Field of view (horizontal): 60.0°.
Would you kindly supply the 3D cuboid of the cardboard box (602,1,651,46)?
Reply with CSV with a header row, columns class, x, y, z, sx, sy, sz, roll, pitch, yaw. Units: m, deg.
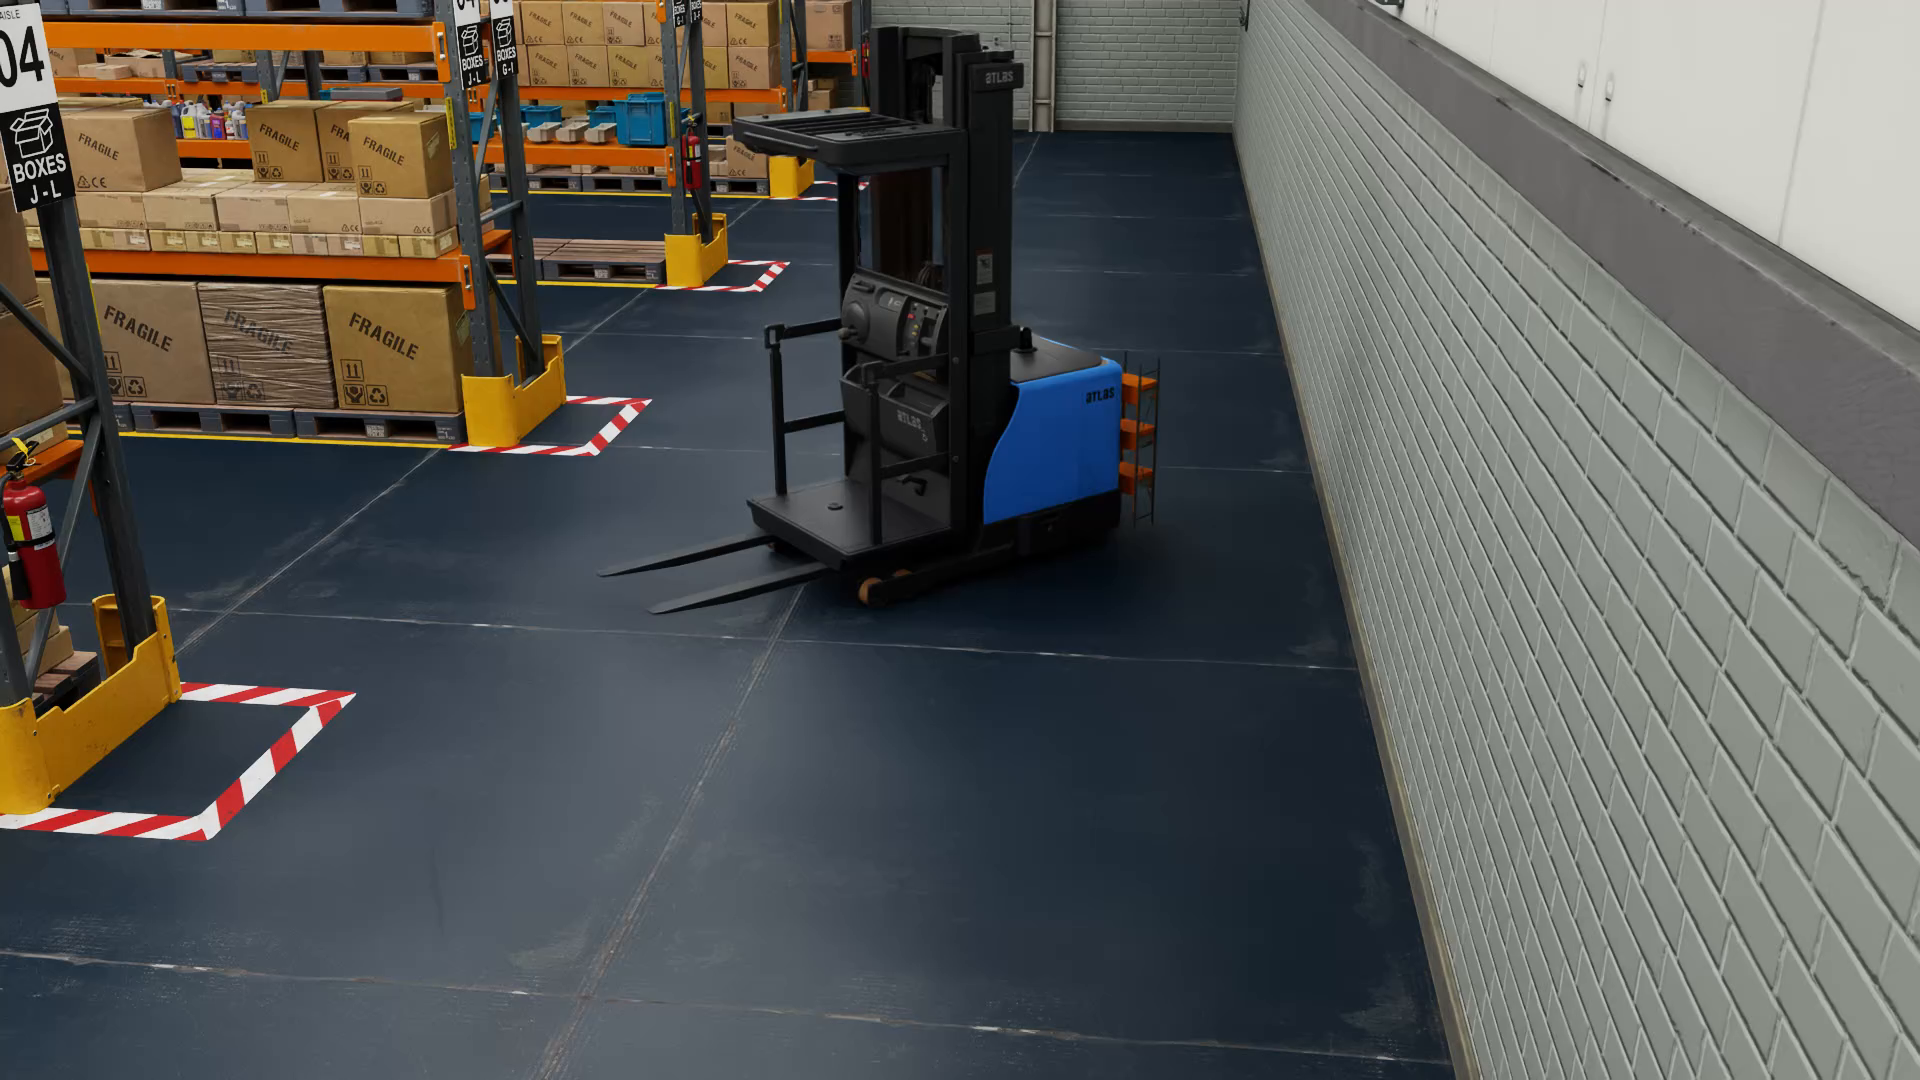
class,x,y,z,sx,sy,sz,roll,pitch,yaw
cardboard box,-4.064,-6.369,20.473,0.500,0.500,0.500,3,22,8

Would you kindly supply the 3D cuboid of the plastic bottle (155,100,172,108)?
class,x,y,z,sx,sy,sz,roll,pitch,yaw
plastic bottle,-8.186,-4.390,17.133,0.135,0.276,0.152,2,22,6

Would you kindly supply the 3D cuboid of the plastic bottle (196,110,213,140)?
class,x,y,z,sx,sy,sz,roll,pitch,yaw
plastic bottle,-7.413,-4.096,16.389,0.135,0.276,0.152,2,22,6

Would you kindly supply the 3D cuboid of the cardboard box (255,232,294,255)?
class,x,y,z,sx,sy,sz,roll,pitch,yaw
cardboard box,-4.639,-2.079,11.461,0.250,0.149,0.380,2,22,5

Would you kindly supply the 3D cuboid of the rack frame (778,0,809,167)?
class,x,y,z,sx,sy,sz,roll,pitch,yaw
rack frame,-2.062,-5.874,20.717,0.127,3.000,1.000,2,22,6

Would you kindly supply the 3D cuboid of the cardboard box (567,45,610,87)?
class,x,y,z,sx,sy,sz,roll,pitch,yaw
cardboard box,-4.555,-5.928,20.719,0.500,0.500,0.500,2,22,6

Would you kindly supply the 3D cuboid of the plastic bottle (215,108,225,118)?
class,x,y,z,sx,sy,sz,roll,pitch,yaw
plastic bottle,-7.608,-4.340,17.109,0.097,0.201,0.097,0,22,0

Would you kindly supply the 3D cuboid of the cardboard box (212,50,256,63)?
class,x,y,z,sx,sy,sz,roll,pitch,yaw
cardboard box,-9.368,-6.476,21.532,0.500,0.500,0.700,-5,22,-12

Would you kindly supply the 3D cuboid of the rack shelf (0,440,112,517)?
class,x,y,z,sx,sy,sz,roll,pitch,yaw
rack shelf,-5.902,-0.203,7.351,4.000,0.370,1.077,2,22,6

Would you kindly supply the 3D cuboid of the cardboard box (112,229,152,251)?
class,x,y,z,sx,sy,sz,roll,pitch,yaw
cardboard box,-5.662,-2.123,11.572,0.250,0.149,0.380,3,22,7

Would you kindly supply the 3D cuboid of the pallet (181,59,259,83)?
class,x,y,z,sx,sy,sz,roll,pitch,yaw
pallet,-9.325,-6.127,21.619,1.003,0.211,1.213,2,22,6

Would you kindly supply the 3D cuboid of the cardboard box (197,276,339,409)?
class,x,y,z,sx,sy,sz,roll,pitch,yaw
cardboard box,-4.780,-1.502,11.978,0.875,0.875,0.875,2,22,6

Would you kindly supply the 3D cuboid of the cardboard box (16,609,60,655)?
class,x,y,z,sx,sy,sz,roll,pitch,yaw
cardboard box,-4.406,0.425,7.686,0.250,0.149,0.380,3,22,9

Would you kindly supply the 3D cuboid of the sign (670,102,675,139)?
class,x,y,z,sx,sy,sz,roll,pitch,yaw
sign,-2.698,-3.940,15.604,0.005,0.325,0.100,2,22,6

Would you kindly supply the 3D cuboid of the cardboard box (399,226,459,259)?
class,x,y,z,sx,sy,sz,roll,pitch,yaw
cardboard box,-3.624,-2.036,11.350,0.250,0.149,0.380,3,22,7

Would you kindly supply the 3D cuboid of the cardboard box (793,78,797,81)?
class,x,y,z,sx,sy,sz,roll,pitch,yaw
cardboard box,-2.593,-6.961,25.413,0.250,0.149,0.380,3,22,8

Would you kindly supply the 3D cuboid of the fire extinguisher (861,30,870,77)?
class,x,y,z,sx,sy,sz,roll,pitch,yaw
fire extinguisher,-1.387,-7.298,24.933,0.183,0.674,0.296,2,22,6

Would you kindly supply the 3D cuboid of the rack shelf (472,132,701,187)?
class,x,y,z,sx,sy,sz,roll,pitch,yaw
rack shelf,-4.635,-3.817,16.494,4.000,0.370,1.077,2,22,6

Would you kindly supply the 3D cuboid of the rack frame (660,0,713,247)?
class,x,y,z,sx,sy,sz,roll,pitch,yaw
rack frame,-2.649,-4.066,16.143,0.127,3.000,1.000,2,22,6

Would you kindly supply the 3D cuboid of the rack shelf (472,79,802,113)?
class,x,y,z,sx,sy,sz,roll,pitch,yaw
rack shelf,-4.048,-5.626,21.068,4.000,0.370,1.077,2,22,6

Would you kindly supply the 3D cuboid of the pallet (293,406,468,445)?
class,x,y,z,sx,sy,sz,roll,pitch,yaw
pallet,-4.035,-0.966,12.097,1.213,0.211,1.003,2,22,6

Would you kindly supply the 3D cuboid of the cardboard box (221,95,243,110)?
class,x,y,z,sx,sy,sz,roll,pitch,yaw
cardboard box,-11.646,-7.177,26.816,0.500,0.500,0.700,3,22,7

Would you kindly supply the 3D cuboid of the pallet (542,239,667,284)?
class,x,y,z,sx,sy,sz,roll,pitch,yaw
pallet,-3.463,-2.819,16.782,1.213,0.211,1.003,2,22,6

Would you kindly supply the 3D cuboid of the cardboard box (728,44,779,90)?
class,x,y,z,sx,sy,sz,roll,pitch,yaw
cardboard box,-2.539,-5.840,20.497,0.500,0.500,0.500,3,22,8

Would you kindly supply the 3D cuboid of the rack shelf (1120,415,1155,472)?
class,x,y,z,sx,sy,sz,roll,pitch,yaw
rack shelf,1.023,-0.581,10.009,0.240,0.259,0.215,19,28,39

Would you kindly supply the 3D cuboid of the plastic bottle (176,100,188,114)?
class,x,y,z,sx,sy,sz,roll,pitch,yaw
plastic bottle,-7.739,-4.197,16.542,0.185,0.351,0.144,2,22,6

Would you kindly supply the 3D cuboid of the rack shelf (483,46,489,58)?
class,x,y,z,sx,sy,sz,roll,pitch,yaw
rack shelf,-7.441,-7.608,26.081,4.000,0.370,1.077,2,22,6

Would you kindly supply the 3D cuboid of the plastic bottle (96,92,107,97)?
class,x,y,z,sx,sy,sz,roll,pitch,yaw
plastic bottle,-8.853,-4.455,17.197,0.185,0.351,0.144,2,22,6

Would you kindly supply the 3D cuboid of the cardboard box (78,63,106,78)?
class,x,y,z,sx,sy,sz,roll,pitch,yaw
cardboard box,-11.280,-6.138,21.727,0.250,0.149,0.380,4,22,10

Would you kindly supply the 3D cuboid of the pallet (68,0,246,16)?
class,x,y,z,sx,sy,sz,roll,pitch,yaw
pallet,-5.185,-3.691,11.237,1.213,0.211,1.003,2,22,6

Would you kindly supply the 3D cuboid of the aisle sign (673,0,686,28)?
class,x,y,z,sx,sy,sz,roll,pitch,yaw
aisle sign,-2.612,-5.164,15.387,0.004,0.787,0.394,2,22,6

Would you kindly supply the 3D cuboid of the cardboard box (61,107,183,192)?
class,x,y,z,sx,sy,sz,roll,pitch,yaw
cardboard box,-5.753,-2.689,11.440,0.500,0.500,0.500,2,22,5

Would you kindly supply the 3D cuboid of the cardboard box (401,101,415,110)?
class,x,y,z,sx,sy,sz,roll,pitch,yaw
cardboard box,-7.479,-5.591,21.783,0.500,0.250,0.500,3,22,6

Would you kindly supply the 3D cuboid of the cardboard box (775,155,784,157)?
class,x,y,z,sx,sy,sz,roll,pitch,yaw
cardboard box,-2.438,-4.896,21.524,0.250,0.149,0.380,2,22,6

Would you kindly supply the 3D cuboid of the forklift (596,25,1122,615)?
class,x,y,z,sx,sy,sz,roll,pitch,yaw
forklift,-0.531,-1.211,9.017,3.031,2.935,1.130,-15,26,-34

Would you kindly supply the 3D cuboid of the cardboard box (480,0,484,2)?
class,x,y,z,sx,sy,sz,roll,pitch,yaw
cardboard box,-7.468,-8.395,25.506,0.500,0.250,0.500,2,22,5

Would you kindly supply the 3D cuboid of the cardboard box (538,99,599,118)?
class,x,y,z,sx,sy,sz,roll,pitch,yaw
cardboard box,-6.116,-7.032,25.999,0.750,0.750,0.750,3,22,7

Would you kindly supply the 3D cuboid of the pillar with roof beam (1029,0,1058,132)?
class,x,y,z,sx,sy,sz,roll,pitch,yaw
pillar with roof beam,0.793,-9.100,20.717,0.400,9.000,9.100,2,22,6

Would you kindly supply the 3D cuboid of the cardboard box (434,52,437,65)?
class,x,y,z,sx,sy,sz,roll,pitch,yaw
cardboard box,-6.479,-6.391,21.318,0.500,0.500,0.700,-5,22,-12

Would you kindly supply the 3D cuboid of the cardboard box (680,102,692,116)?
class,x,y,z,sx,sy,sz,roll,pitch,yaw
cardboard box,-4.226,-6.796,25.878,0.500,0.500,0.700,2,22,6

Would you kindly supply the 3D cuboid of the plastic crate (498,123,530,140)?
class,x,y,z,sx,sy,sz,roll,pitch,yaw
plastic crate,-4.342,-3.967,16.171,0.250,0.136,0.298,2,22,6

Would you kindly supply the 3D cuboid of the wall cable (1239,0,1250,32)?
class,x,y,z,sx,sy,sz,roll,pitch,yaw
wall cable,4.092,-8.653,23.811,0.112,2.526,3.097,2,22,6

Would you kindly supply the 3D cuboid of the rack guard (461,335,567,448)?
class,x,y,z,sx,sy,sz,roll,pitch,yaw
rack guard,-3.208,-1.094,12.026,0.348,0.500,1.175,2,22,6

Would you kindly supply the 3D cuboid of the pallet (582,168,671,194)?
class,x,y,z,sx,sy,sz,roll,pitch,yaw
pallet,-4.138,-4.668,21.461,1.213,0.211,1.003,2,22,6

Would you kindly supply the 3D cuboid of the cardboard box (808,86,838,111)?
class,x,y,z,sx,sy,sz,roll,pitch,yaw
cardboard box,-2.190,-6.709,25.659,0.500,0.500,0.700,2,22,6

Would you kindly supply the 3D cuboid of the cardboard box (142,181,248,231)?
class,x,y,z,sx,sy,sz,roll,pitch,yaw
cardboard box,-5.271,-2.315,11.515,0.500,0.250,0.500,3,22,6

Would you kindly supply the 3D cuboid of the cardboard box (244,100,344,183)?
class,x,y,z,sx,sy,sz,roll,pitch,yaw
cardboard box,-4.688,-2.836,11.812,0.500,0.500,0.500,2,22,5

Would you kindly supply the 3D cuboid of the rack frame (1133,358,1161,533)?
class,x,y,z,sx,sy,sz,roll,pitch,yaw
rack frame,1.113,-0.560,9.928,0.008,1.050,0.200,19,28,39

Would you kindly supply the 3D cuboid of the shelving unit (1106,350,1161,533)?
class,x,y,z,sx,sy,sz,roll,pitch,yaw
shelving unit,1.023,-0.590,10.005,0.252,1.050,0.215,19,28,39

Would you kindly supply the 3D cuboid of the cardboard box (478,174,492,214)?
class,x,y,z,sx,sy,sz,roll,pitch,yaw
cardboard box,-3.677,-2.445,11.844,0.500,0.250,0.500,2,22,5

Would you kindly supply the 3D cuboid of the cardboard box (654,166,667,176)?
class,x,y,z,sx,sy,sz,roll,pitch,yaw
cardboard box,-3.571,-4.785,21.106,0.500,0.250,0.500,2,22,6

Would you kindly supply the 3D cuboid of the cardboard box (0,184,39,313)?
class,x,y,z,sx,sy,sz,roll,pitch,yaw
cardboard box,-4.330,-1.217,7.037,0.500,0.500,0.500,2,22,6

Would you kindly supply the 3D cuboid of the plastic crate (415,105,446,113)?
class,x,y,z,sx,sy,sz,roll,pitch,yaw
plastic crate,-5.126,-4.078,16.255,0.530,0.282,0.437,2,22,6

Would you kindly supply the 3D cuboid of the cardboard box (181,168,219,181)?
class,x,y,z,sx,sy,sz,roll,pitch,yaw
cardboard box,-5.714,-2.532,12.064,0.500,0.250,0.500,3,22,7

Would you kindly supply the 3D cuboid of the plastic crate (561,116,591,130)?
class,x,y,z,sx,sy,sz,roll,pitch,yaw
plastic crate,-3.838,-4.175,16.698,0.298,0.136,0.250,2,22,6
